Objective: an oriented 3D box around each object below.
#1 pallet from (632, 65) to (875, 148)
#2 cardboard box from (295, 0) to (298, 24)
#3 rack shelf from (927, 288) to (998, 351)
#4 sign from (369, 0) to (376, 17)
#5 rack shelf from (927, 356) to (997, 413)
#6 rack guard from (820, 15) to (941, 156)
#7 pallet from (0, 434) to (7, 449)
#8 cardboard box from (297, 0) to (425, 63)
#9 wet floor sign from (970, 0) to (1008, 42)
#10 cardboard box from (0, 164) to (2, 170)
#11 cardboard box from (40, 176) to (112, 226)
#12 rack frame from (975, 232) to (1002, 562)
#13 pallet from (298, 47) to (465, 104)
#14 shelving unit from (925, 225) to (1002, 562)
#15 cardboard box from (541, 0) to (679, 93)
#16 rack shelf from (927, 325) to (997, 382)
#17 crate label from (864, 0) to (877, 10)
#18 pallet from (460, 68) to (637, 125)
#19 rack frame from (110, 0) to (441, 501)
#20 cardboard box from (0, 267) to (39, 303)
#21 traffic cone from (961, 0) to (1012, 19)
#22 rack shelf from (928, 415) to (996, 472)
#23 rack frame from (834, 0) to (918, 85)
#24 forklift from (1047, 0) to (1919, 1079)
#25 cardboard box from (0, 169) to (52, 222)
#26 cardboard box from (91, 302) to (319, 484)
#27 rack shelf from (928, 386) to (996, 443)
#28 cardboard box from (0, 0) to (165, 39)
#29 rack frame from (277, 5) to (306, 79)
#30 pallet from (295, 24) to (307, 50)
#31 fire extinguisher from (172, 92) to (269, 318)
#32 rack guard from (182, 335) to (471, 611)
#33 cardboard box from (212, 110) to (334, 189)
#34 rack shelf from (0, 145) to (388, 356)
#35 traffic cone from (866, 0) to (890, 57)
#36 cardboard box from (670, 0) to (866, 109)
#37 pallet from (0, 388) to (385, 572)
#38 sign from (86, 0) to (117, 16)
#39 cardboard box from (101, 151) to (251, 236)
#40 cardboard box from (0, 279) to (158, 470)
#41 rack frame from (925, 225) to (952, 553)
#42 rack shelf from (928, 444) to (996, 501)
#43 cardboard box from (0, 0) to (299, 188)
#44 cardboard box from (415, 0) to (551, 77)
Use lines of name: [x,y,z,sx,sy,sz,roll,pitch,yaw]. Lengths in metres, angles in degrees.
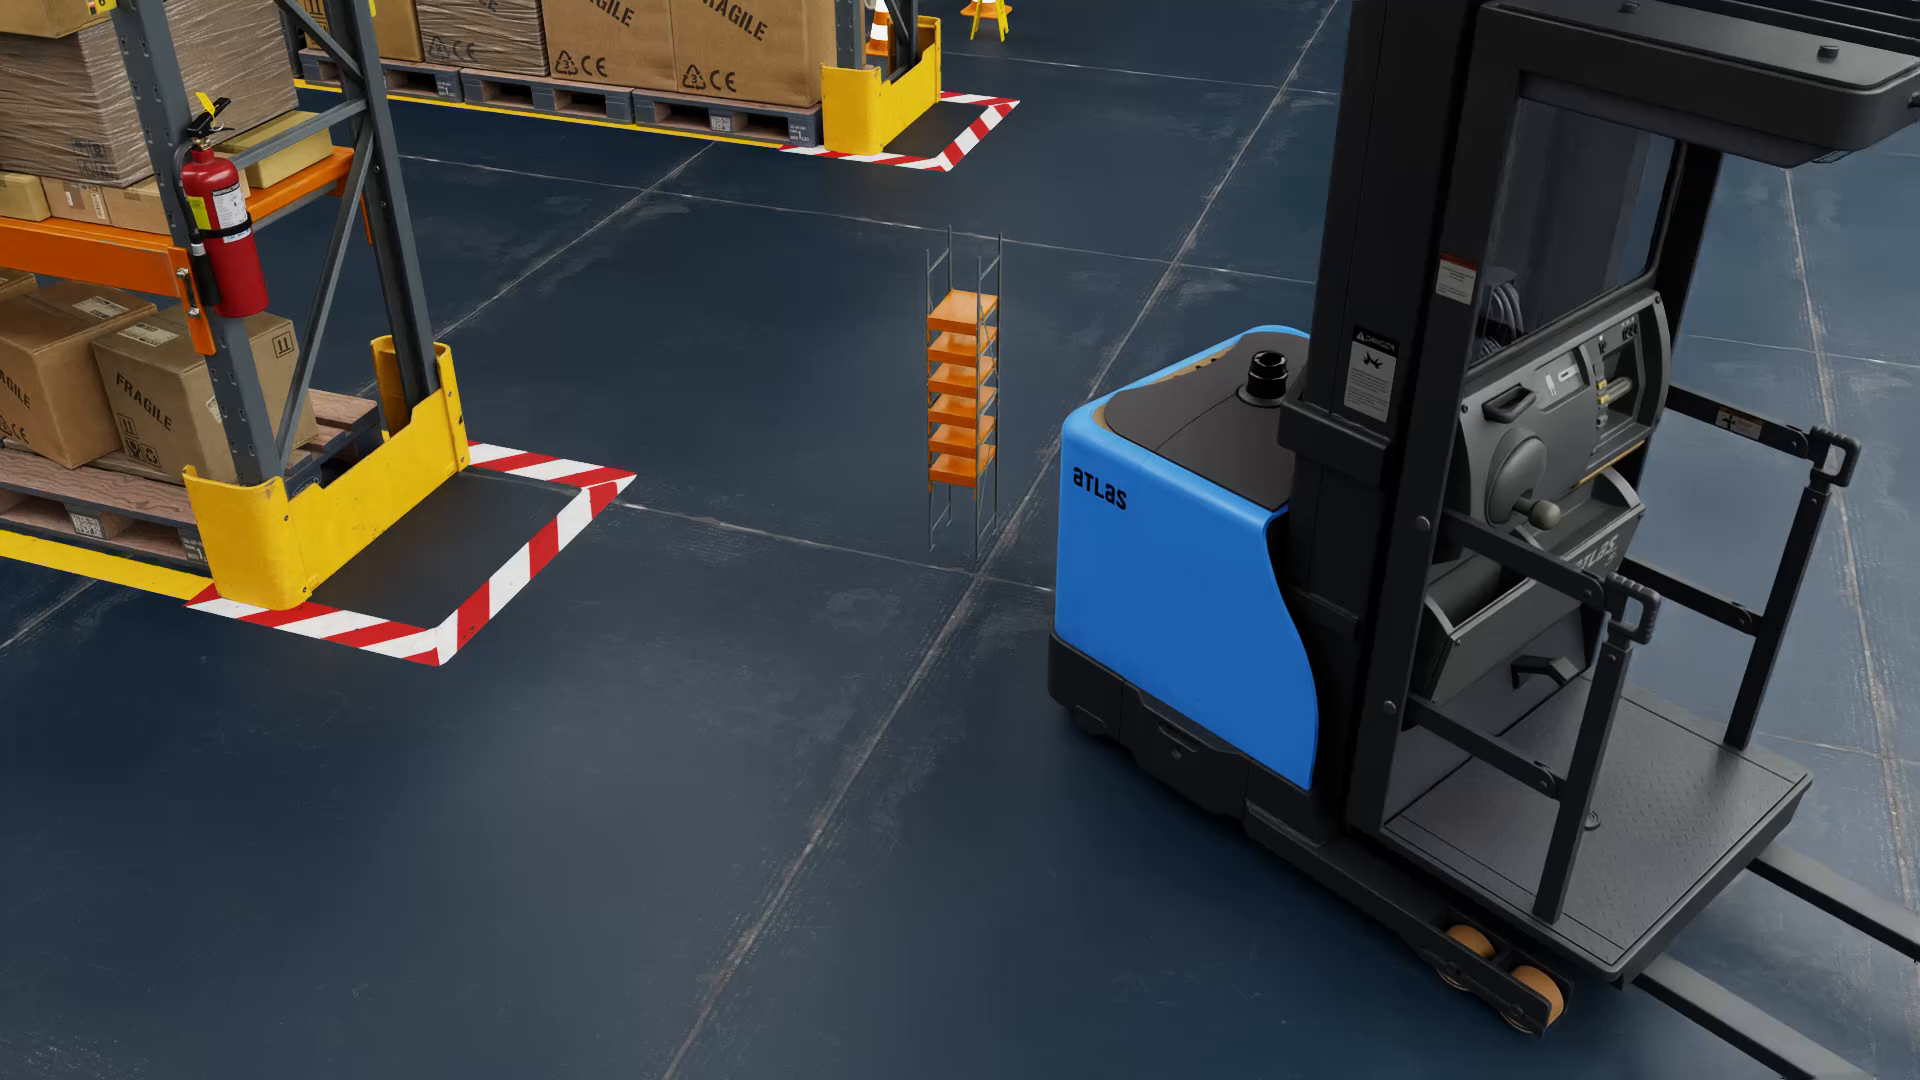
pallet: [-1.265,-2.766,10.339,1.213,0.211,1.003,11,34,16]
cardboard box: [-4.866,-3.862,11.153,0.750,0.750,1.050,11,34,16]
rack shelf: [0.014,-0.767,5.749,0.180,0.103,0.258,11,34,16]
sign: [-2.071,-1.957,5.718,0.005,0.325,0.100,11,34,16]
rack shelf: [0.014,-0.565,5.879,0.180,0.103,0.258,11,34,16]
rack guard: [-0.463,-2.776,10.089,0.348,0.500,1.175,11,34,16]
pallet: [-4.223,-0.550,6.907,1.213,0.211,1.003,11,34,16]
cardboard box: [-3.683,-3.696,10.780,0.875,0.875,0.875,12,35,17]
wet floor sign: [0.210,-3.847,11.614,0.232,0.644,0.267,5,33,8]
cardboard box: [-3.274,-1.629,5.640,0.500,0.500,0.875,11,34,16]
cardboard box: [-2.827,-1.204,5.581,0.250,0.149,0.380,11,34,16]
rack frame: [0.100,-0.485,5.895,0.006,1.200,0.240,11,34,16]
pallet: [-3.562,-3.212,11.031,1.213,0.211,1.003,11,34,16]
shelving unit: [0.014,-0.501,5.920,0.189,1.200,0.258,11,34,16]
cardboard box: [-1.975,-3.365,10.268,0.875,0.875,0.875,10,34,16]
rack shelf: [0.014,-0.666,5.814,0.180,0.103,0.258,11,34,16]
crate label: [-0.566,-4.077,12.439,0.298,0.136,0.250,-6,33,-9]
pallet: [-2.409,-2.990,10.686,1.213,0.211,1.003,11,34,16]
rack frame: [-2.254,-1.317,5.524,0.127,3.000,1.000,11,34,16]
cardboard box: [-3.993,-0.782,6.613,0.500,0.500,0.500,14,35,21]
traffic cone: [0.195,-4.102,12.177,0.334,0.463,0.336,11,34,16]
rack shelf: [0.014,-0.363,6.010,0.180,0.103,0.258,11,34,16]
rack frame: [-0.486,-3.831,9.418,0.127,3.000,1.000,11,34,16]
forklift: [1.644,-0.279,3.980,1.130,2.935,3.031,-26,41,-34]
cardboard box: [-3.080,-1.223,5.611,0.250,0.149,0.380,11,34,16]
cardboard box: [-2.836,-0.566,6.278,0.500,0.500,0.500,18,37,25]
rack shelf: [0.014,-0.464,5.945,0.180,0.103,0.258,11,34,16]
cardboard box: [-2.855,-1.878,5.105,0.500,0.500,0.500,11,34,16]
rack frame: [-4.251,-4.563,10.552,0.127,3.000,1.000,11,34,16]
pallet: [-5.003,-3.494,11.467,1.213,0.211,1.003,11,34,16]
fire extinguisher: [-2.302,-1.028,5.148,0.183,0.674,0.296,11,34,16]
rack guard: [-2.326,-0.280,6.223,0.348,0.500,1.175,11,34,16]
cardboard box: [-2.442,-1.385,5.861,0.250,0.149,0.380,11,34,16]
rack shelf: [-4.137,-1.380,6.286,4.000,0.370,1.077,11,34,16]
traffic cone: [-0.506,-3.587,11.380,0.334,0.463,0.336,11,34,16]
cardboard box: [-1.146,-3.205,10.020,0.875,0.875,0.875,11,35,17]
pallet: [-3.078,-0.326,6.560,1.213,0.211,1.003,11,34,16]
sign: [-2.460,-1.656,4.691,0.005,0.325,0.100,11,34,16]
cardboard box: [-2.592,-1.158,5.510,0.250,0.149,0.380,11,34,16]
cardboard box: [-3.411,-0.658,6.421,0.500,0.500,0.500,21,38,29]
rack frame: [-0.073,-0.518,5.946,0.006,1.200,0.240,11,34,16]
rack shelf: [0.014,-0.262,6.075,0.180,0.103,0.258,11,34,16]
cardboard box: [-2.763,-1.598,5.594,0.500,0.500,0.875,11,34,16]
cardboard box: [-2.833,-3.533,10.528,0.875,0.875,0.875,11,35,17]
